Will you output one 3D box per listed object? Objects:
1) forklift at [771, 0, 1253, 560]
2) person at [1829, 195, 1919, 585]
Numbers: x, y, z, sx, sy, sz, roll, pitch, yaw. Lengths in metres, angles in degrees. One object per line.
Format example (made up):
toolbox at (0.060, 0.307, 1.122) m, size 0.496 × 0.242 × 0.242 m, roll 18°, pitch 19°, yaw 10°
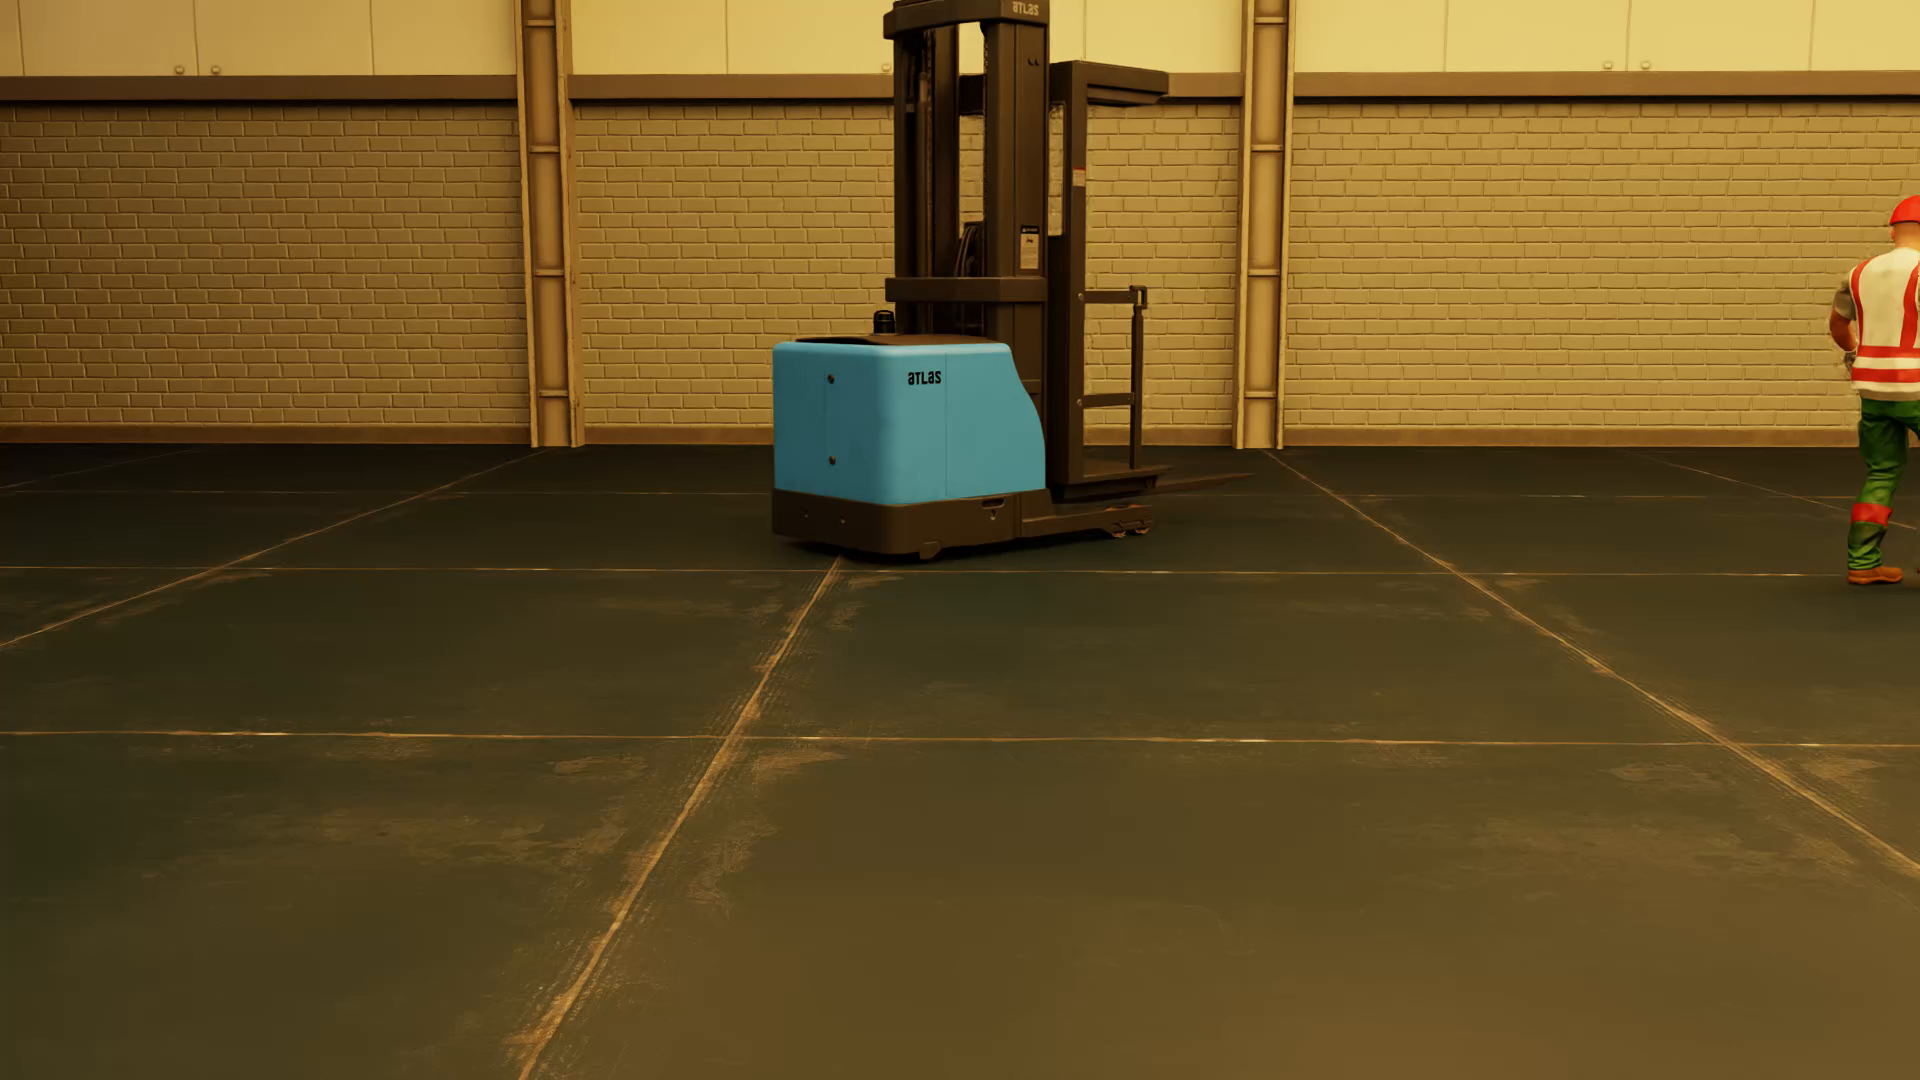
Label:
forklift at (0.441, -1.513, 9.199) m, size 3.031 × 2.935 × 1.130 m, roll -8°, pitch 12°, yaw -41°
person at (4.334, -0.650, 7.573) m, size 0.502 × 1.805 × 0.966 m, roll -3°, pitch 9°, yaw -20°
